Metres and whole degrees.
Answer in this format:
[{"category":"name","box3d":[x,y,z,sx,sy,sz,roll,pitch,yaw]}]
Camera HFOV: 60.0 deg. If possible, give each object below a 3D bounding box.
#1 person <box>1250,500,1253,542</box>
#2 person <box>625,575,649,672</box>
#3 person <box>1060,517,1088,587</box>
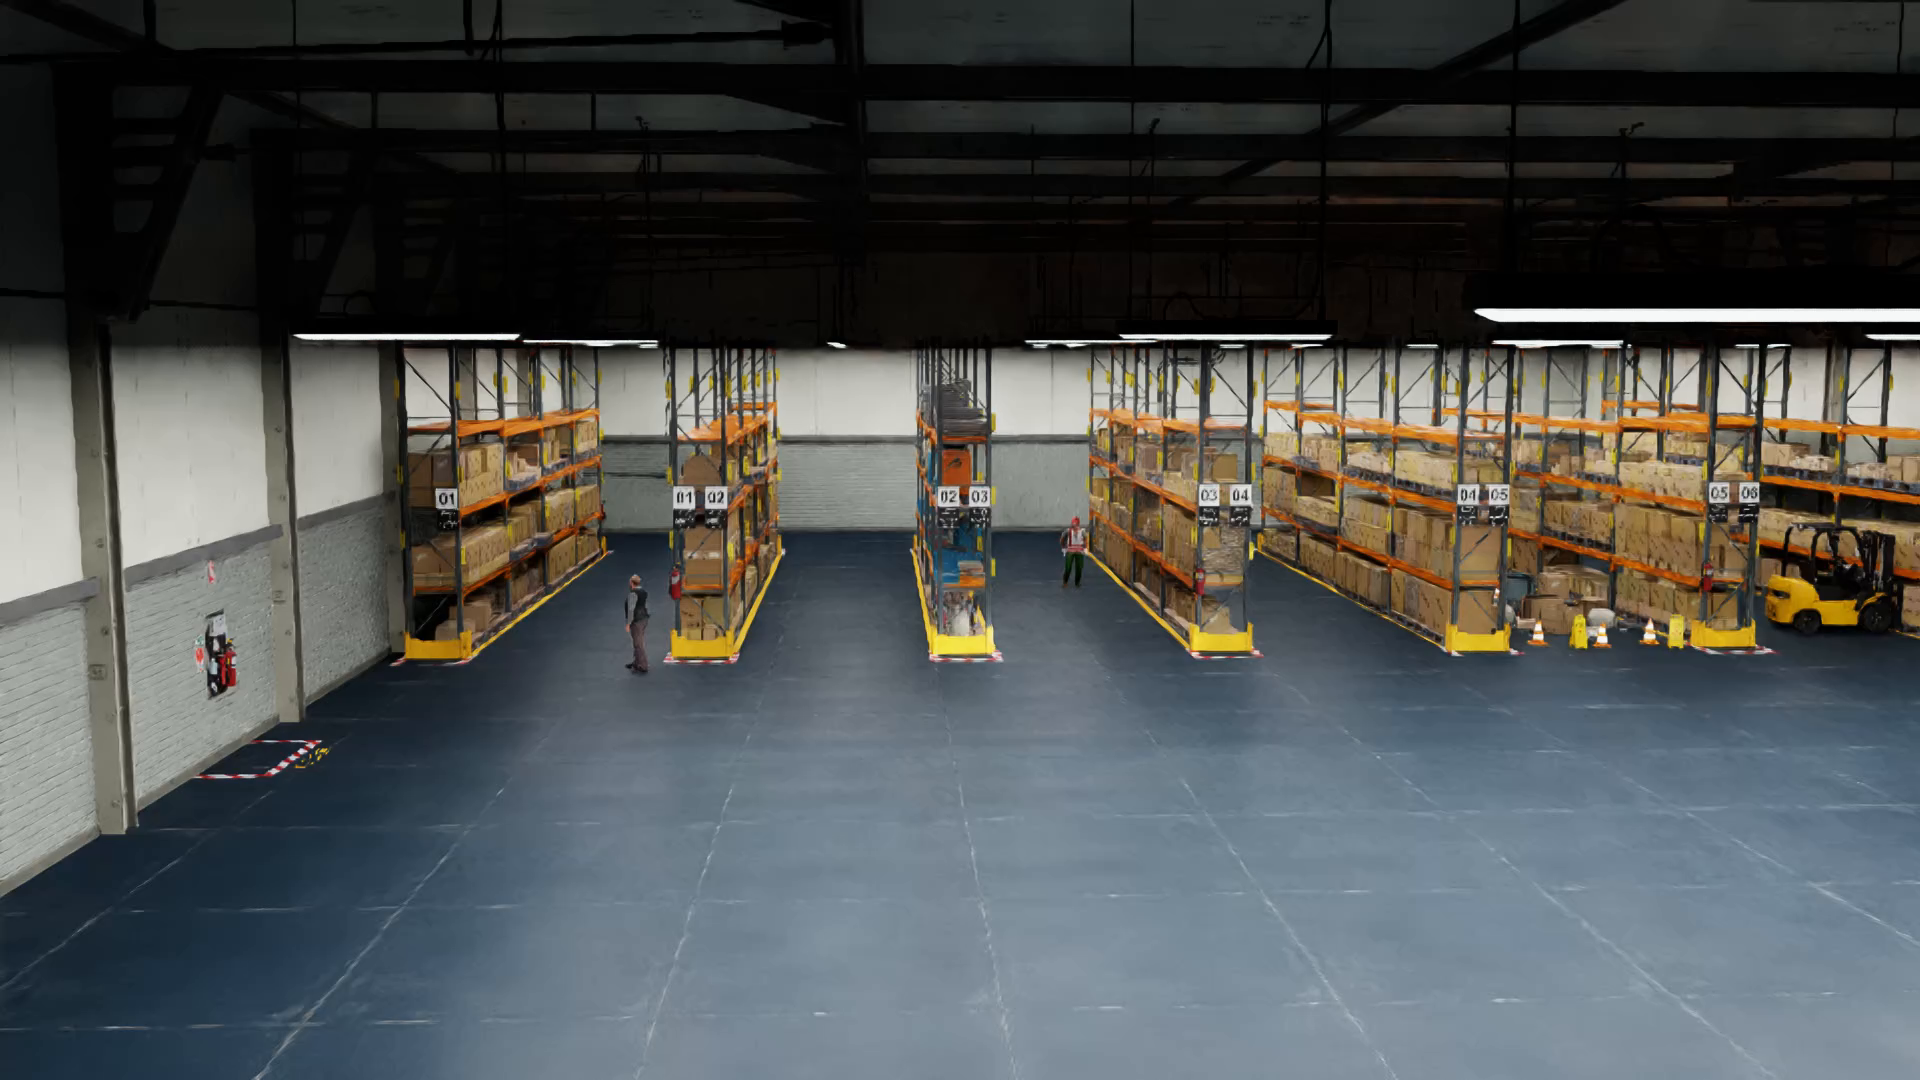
[{"category":"person","box3d":[8.295,-0.678,48.809,0.647,1.740,0.683,5,8,35]},{"category":"person","box3d":[-5.806,1.522,29.788,0.567,1.627,0.637,1,7,12]},{"category":"person","box3d":[2.775,0.289,40.331,0.677,1.742,0.552,-1,7,-5]}]
